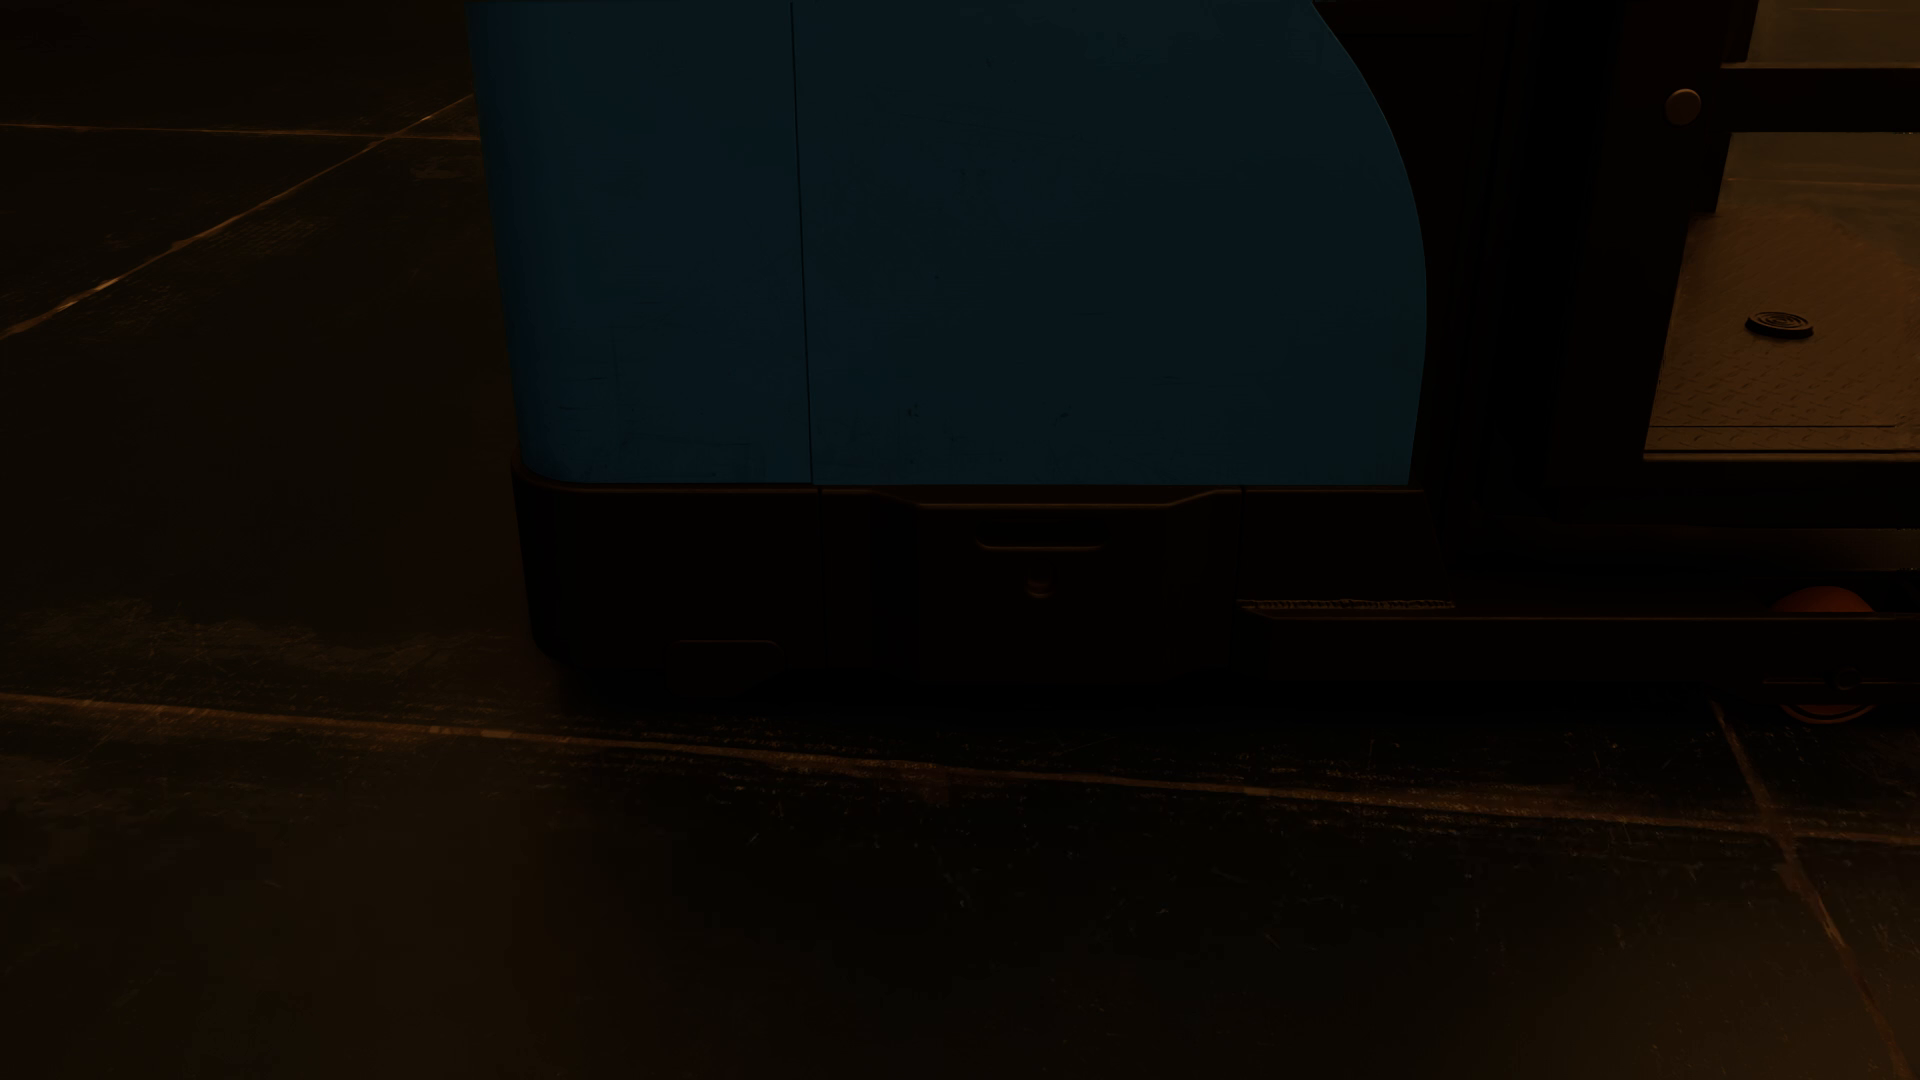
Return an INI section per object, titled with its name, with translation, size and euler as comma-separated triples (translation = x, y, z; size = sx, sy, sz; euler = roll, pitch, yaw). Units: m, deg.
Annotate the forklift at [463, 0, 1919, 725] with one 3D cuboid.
[forklift]
translation = 0.974, -1.323, 1.870
size = 3.031, 2.935, 1.130
euler = 0, 27, 0
